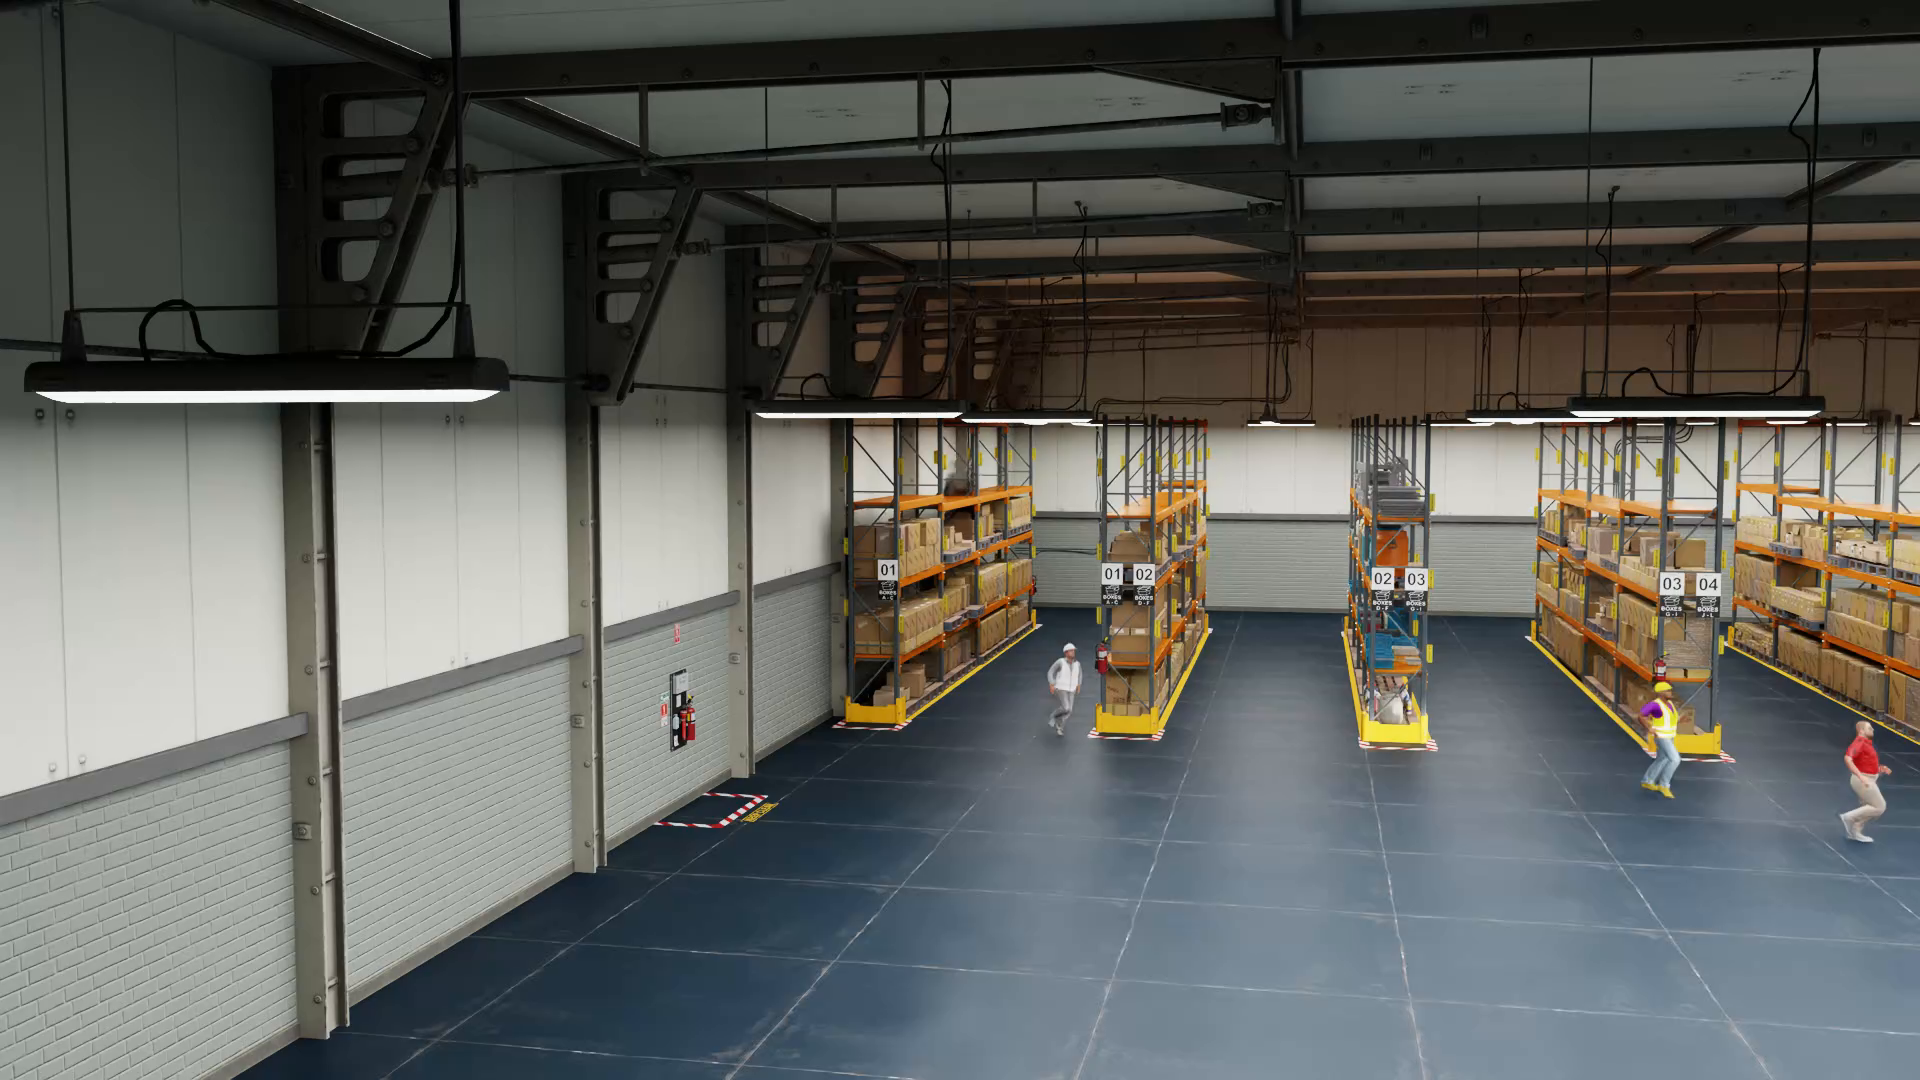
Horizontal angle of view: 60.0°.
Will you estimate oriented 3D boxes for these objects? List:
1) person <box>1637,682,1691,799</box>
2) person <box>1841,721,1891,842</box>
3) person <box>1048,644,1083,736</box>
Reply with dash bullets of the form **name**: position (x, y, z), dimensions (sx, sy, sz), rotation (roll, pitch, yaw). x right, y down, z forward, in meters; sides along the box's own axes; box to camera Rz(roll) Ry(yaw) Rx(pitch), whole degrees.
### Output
- **person**: position (10.990, 3.116, 25.942), dimensions (0.715, 1.813, 0.672), rotation (4, 5, 44)
- **person**: position (12.557, 3.347, 23.033), dimensions (0.591, 1.682, 0.658), rotation (2, 4, 31)
- **person**: position (2.030, 2.800, 31.151), dimensions (0.684, 1.699, 0.526), rotation (-2, 4, -24)
